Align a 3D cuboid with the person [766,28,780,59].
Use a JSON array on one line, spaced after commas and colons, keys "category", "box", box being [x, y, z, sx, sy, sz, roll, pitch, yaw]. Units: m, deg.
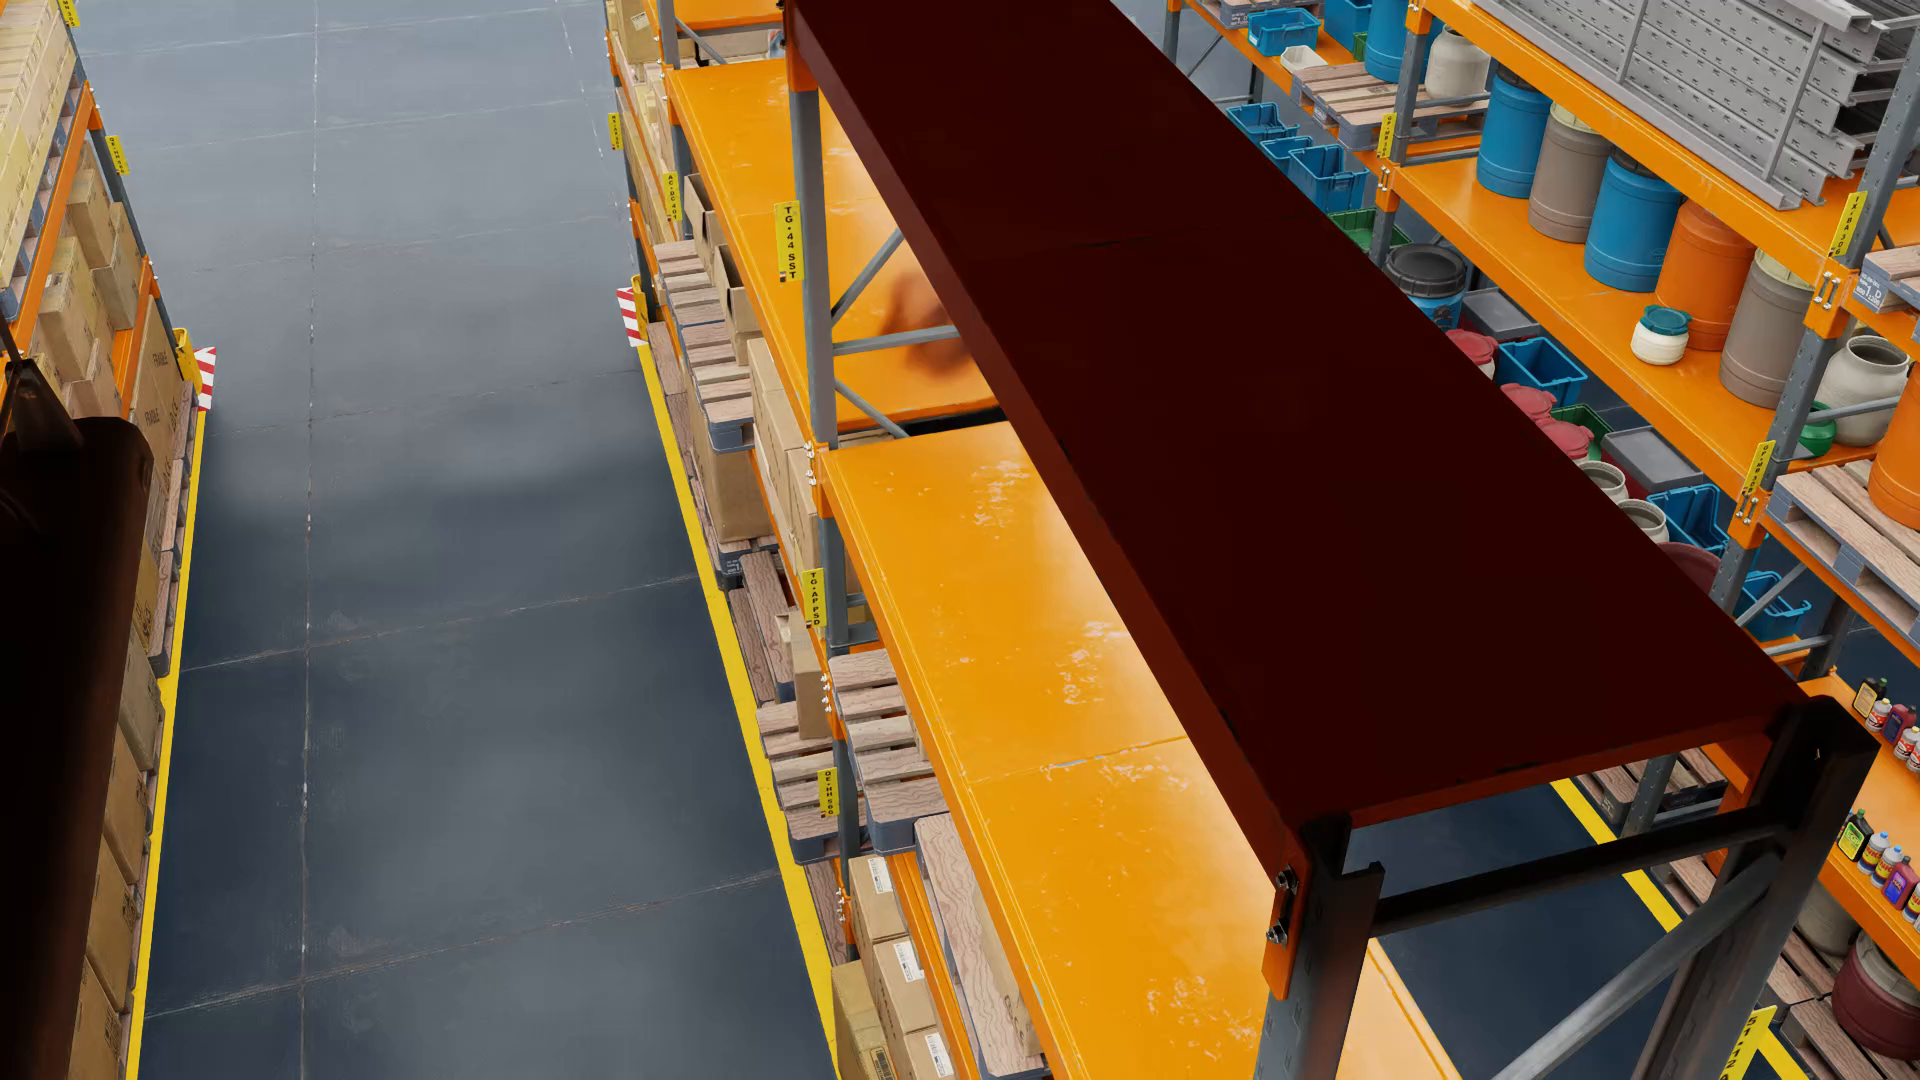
[{"category": "person", "box": [-2.199, -5.068, 17.773, 0.852, 1.821, 0.660, 8, 39, 10]}]
